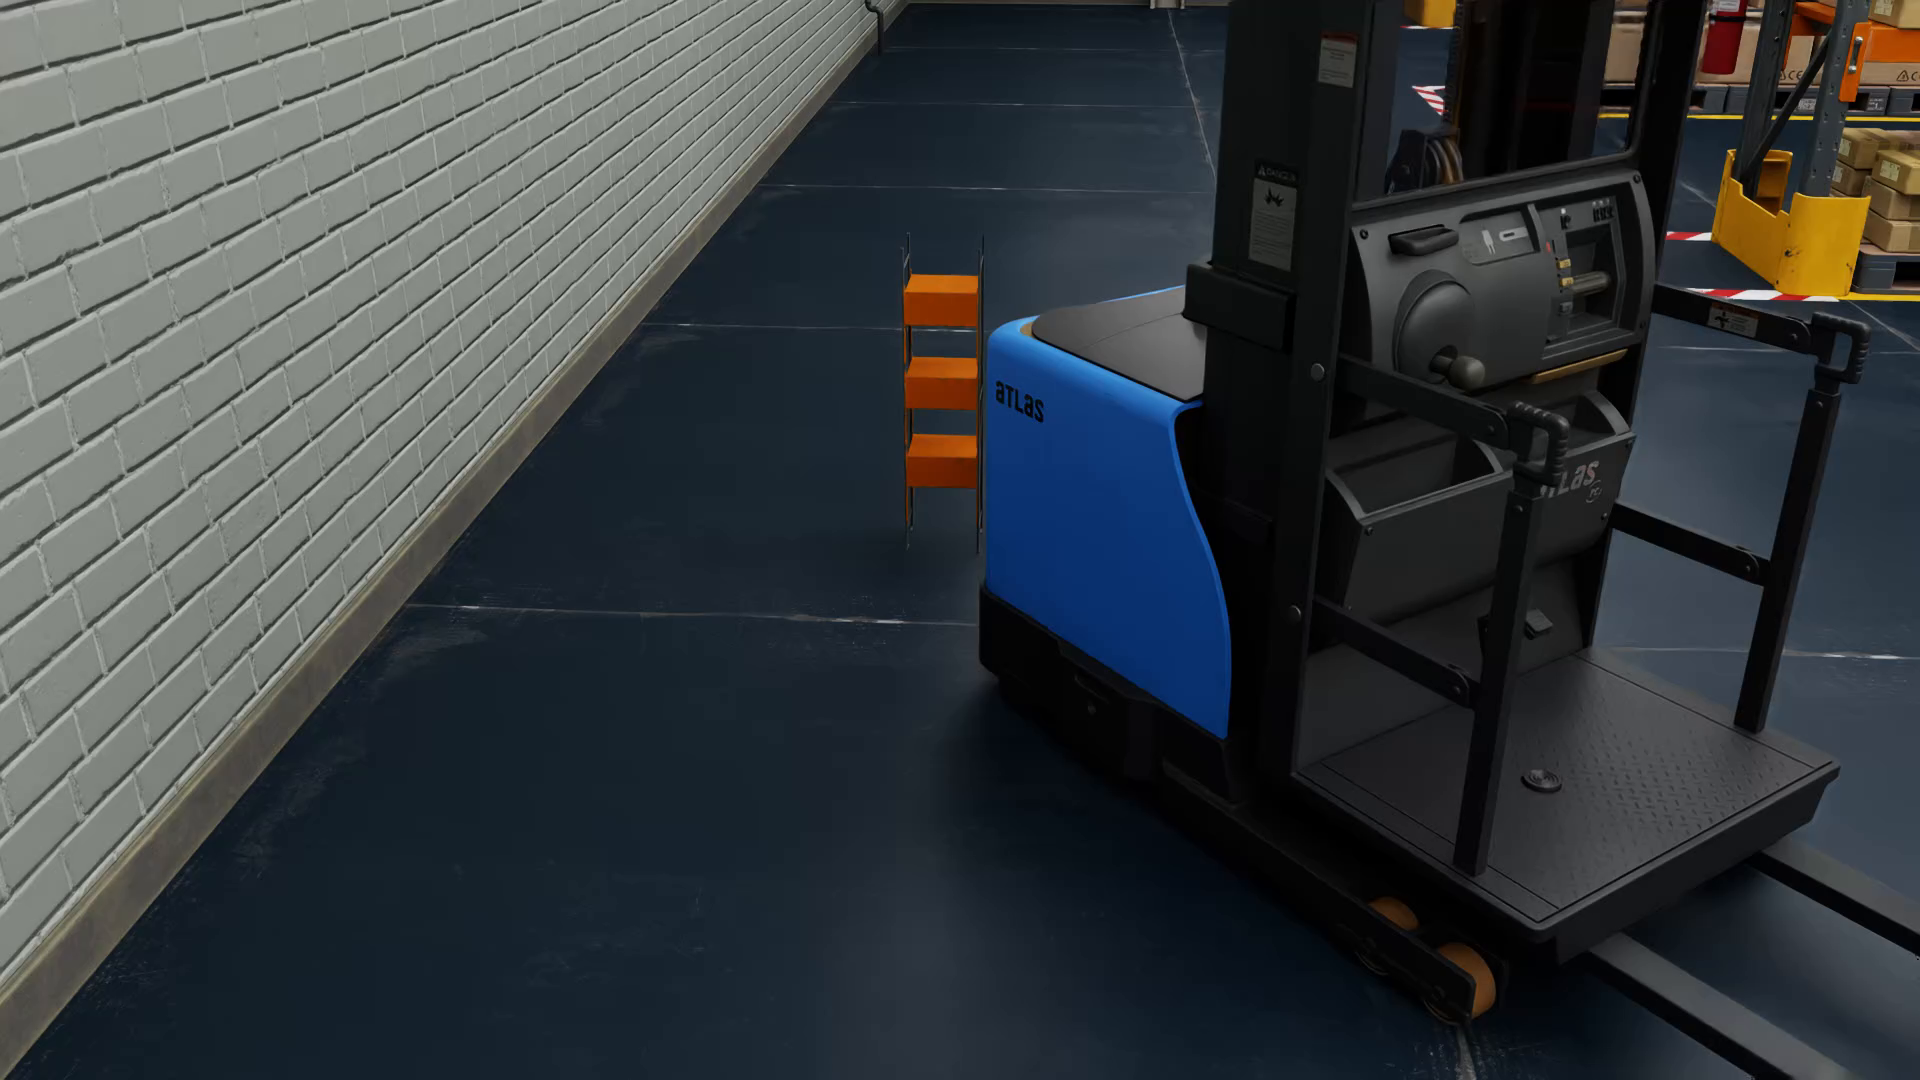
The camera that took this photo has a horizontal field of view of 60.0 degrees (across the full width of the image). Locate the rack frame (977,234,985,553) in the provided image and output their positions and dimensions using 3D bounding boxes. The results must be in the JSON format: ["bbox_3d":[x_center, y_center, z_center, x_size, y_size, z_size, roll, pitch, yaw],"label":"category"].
[{"bbox_3d":[0.068,-0.475,5.526,0.008,1.050,0.200,2,25,4],"label":"rack frame"}]

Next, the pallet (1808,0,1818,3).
[{"bbox_3d":[9.781,-5.577,17.618,1.213,0.211,1.003,2,25,4],"label":"pallet"}]

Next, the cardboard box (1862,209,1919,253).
[{"bbox_3d":[4.822,-1.592,8.530,0.250,0.149,0.380,2,25,5],"label":"cardboard box"}]

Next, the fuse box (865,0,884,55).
[{"bbox_3d":[-0.715,-5.370,15.372,0.414,1.711,0.539,2,25,4],"label":"fuse box"}]

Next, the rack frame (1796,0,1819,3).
[{"bbox_3d":[8.967,-6.854,17.057,0.127,3.000,1.000,2,25,4],"label":"rack frame"}]

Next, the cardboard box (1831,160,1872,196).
[{"bbox_3d":[4.872,-1.980,9.016,0.250,0.149,0.380,1,25,3],"label":"cardboard box"}]

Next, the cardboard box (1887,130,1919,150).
[{"bbox_3d":[5.118,-2.070,8.856,0.250,0.149,0.380,2,25,5],"label":"cardboard box"}]

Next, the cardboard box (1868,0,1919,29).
[{"bbox_3d":[4.622,-2.586,8.082,0.250,0.149,0.380,2,25,4],"label":"cardboard box"}]

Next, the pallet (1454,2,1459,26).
[{"bbox_3d":[5.850,-5.688,17.859,1.213,0.211,1.003,2,25,4],"label":"pallet"}]

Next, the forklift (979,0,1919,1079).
[{"bbox_3d":[1.303,-0.536,3.408,1.130,2.935,3.031,-16,29,-31],"label":"forklift"}]

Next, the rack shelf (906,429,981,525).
[{"bbox_3d":[-0.053,-0.217,5.655,0.240,0.259,0.215,2,25,4],"label":"rack shelf"}]

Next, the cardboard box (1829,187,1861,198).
[{"bbox_3d":[4.865,-1.813,9.009,0.250,0.149,0.380,2,25,5],"label":"cardboard box"}]

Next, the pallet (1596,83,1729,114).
[{"bbox_3d":[5.406,-3.653,13.437,1.213,0.211,1.003,2,25,4],"label":"pallet"}]

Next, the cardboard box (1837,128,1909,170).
[{"bbox_3d":[4.872,-2.102,8.925,0.250,0.149,0.380,2,25,5],"label":"cardboard box"}]

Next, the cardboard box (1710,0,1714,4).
[{"bbox_3d":[8.033,-5.710,17.339,0.258,0.266,0.396,3,25,6],"label":"cardboard box"}]

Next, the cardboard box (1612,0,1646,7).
[{"bbox_3d":[6.950,-5.876,17.420,0.500,0.500,0.500,2,25,5],"label":"cardboard box"}]

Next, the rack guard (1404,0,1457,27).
[{"bbox_3d":[5.055,-5.844,17.853,0.348,0.500,1.175,2,25,4],"label":"rack guard"}]

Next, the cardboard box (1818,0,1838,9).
[{"bbox_3d":[4.671,-2.840,8.635,0.250,0.149,0.380,2,25,4],"label":"cardboard box"}]

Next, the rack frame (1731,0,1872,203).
[{"bbox_3d":[4.324,-2.847,8.349,0.127,3.000,1.000,2,25,4],"label":"rack frame"}]

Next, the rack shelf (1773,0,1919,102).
[{"bbox_3d":[6.319,-2.456,8.360,4.000,0.370,1.077,2,25,4],"label":"rack shelf"}]

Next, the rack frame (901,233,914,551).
[{"bbox_3d":[-0.175,-0.483,5.543,0.008,1.050,0.200,2,25,4],"label":"rack frame"}]

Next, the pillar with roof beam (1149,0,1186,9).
[{"bbox_3d":[2.030,-8.375,13.186,0.400,9.000,9.100,2,25,4],"label":"pillar with roof beam"}]

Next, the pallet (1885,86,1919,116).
[{"bbox_3d":[7.839,-3.575,13.268,1.213,0.211,1.003,2,25,4],"label":"pallet"}]

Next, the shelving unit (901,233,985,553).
[{"bbox_3d":[-0.053,-0.479,5.534,0.252,1.050,0.215,2,25,4],"label":"shelving unit"}]

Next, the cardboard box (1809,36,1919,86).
[{"bbox_3d":[7.080,-3.905,13.212,0.875,0.438,0.875,1,25,2],"label":"cardboard box"}]

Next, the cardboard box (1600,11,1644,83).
[{"bbox_3d":[5.268,-3.961,13.332,0.875,0.438,0.875,1,25,2],"label":"cardboard box"}]

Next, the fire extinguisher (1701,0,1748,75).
[{"bbox_3d":[4.109,-2.843,8.878,0.183,0.674,0.296,2,25,4],"label":"fire extinguisher"}]

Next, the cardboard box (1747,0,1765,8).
[{"bbox_3d":[8.389,-5.645,17.338,0.250,0.149,0.380,1,25,2],"label":"cardboard box"}]

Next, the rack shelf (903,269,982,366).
[{"bbox_3d":[-0.053,-0.727,5.420,0.240,0.259,0.215,2,25,4],"label":"rack shelf"}]

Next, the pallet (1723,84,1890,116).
[{"bbox_3d":[6.619,-3.613,13.350,1.213,0.211,1.003,2,25,4],"label":"pallet"}]

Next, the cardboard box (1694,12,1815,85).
[{"bbox_3d":[6.181,-3.935,13.276,0.875,0.438,0.875,2,25,5],"label":"cardboard box"}]

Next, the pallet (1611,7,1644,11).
[{"bbox_3d":[7.063,-5.648,17.771,1.213,0.211,1.003,2,25,4],"label":"pallet"}]

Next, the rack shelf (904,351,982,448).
[{"bbox_3d":[-0.053,-0.469,5.539,0.240,0.259,0.215,2,25,4],"label":"rack shelf"}]

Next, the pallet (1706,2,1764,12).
[{"bbox_3d":[8.282,-5.610,17.689,1.213,0.211,1.003,2,25,4],"label":"pallet"}]

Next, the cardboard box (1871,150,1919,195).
[{"bbox_3d":[4.821,-1.854,8.388,0.250,0.149,0.380,1,25,2],"label":"cardboard box"}]

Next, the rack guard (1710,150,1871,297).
[{"bbox_3d":[4.400,-1.709,8.866,0.348,0.500,1.175,2,25,4],"label":"rack guard"}]

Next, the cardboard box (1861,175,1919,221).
[{"bbox_3d":[4.827,-1.754,8.526,0.250,0.149,0.380,3,25,6],"label":"cardboard box"}]

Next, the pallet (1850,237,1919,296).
[{"bbox_3d":[5.207,-1.537,8.838,1.213,0.211,1.003,2,25,4],"label":"pallet"}]

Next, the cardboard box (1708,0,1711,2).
[{"bbox_3d":[7.894,-5.883,17.856,0.250,0.149,0.380,2,25,3],"label":"cardboard box"}]
